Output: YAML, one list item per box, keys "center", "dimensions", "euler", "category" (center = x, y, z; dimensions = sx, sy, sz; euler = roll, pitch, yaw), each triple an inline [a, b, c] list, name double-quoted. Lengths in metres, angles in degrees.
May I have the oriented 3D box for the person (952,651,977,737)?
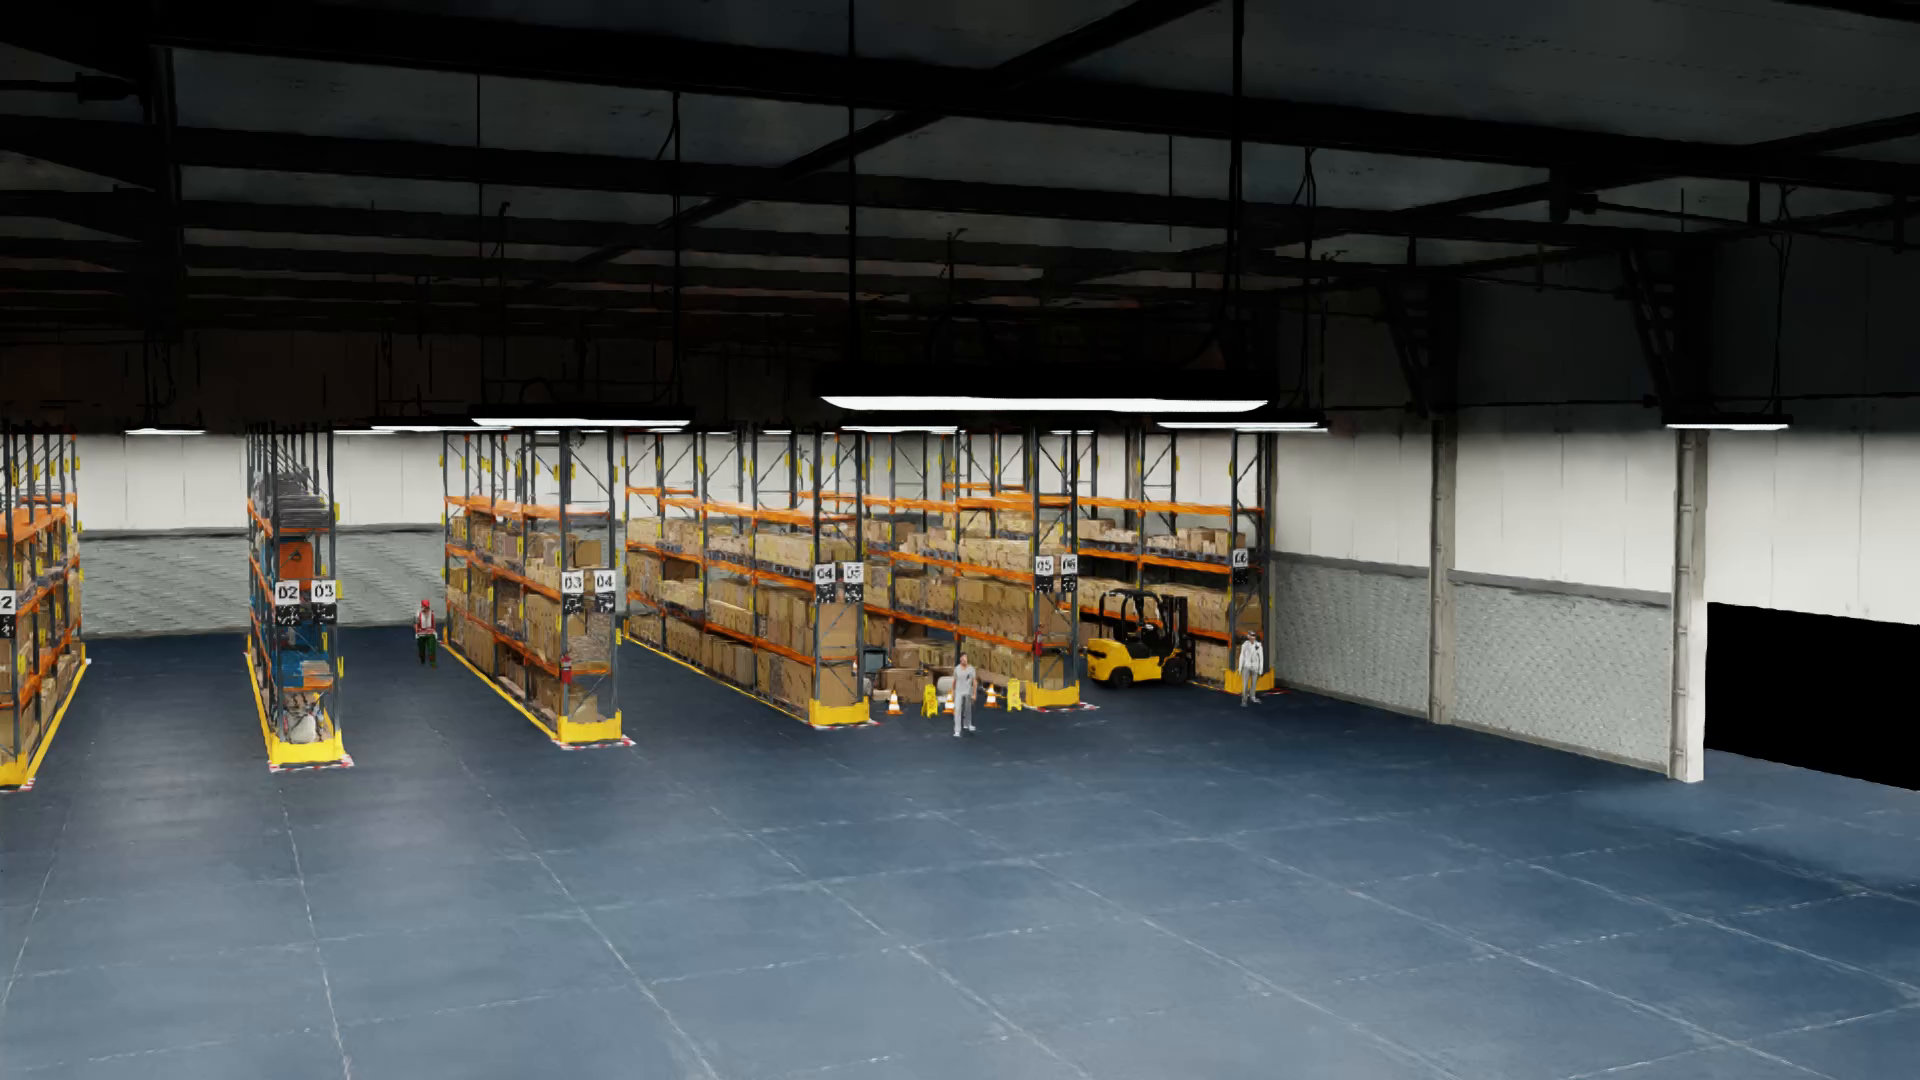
- center: [0.082, 2.926, 31.848]
  dimensions: [0.478, 1.616, 0.958]
  euler: [0, 4, -2]
  category: "person"

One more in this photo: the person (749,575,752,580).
- center: [-6.152, 1.825, 49.349]
  dimensions: [0.609, 1.622, 0.616]
  euler: [-3, 5, -43]
  category: "person"

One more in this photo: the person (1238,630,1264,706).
- center: [6.182, 2.695, 35.331]
  dimensions: [0.496, 1.625, 0.913]
  euler: [0, 4, 3]
  category: "person"

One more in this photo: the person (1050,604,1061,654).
- center: [2.295, 2.347, 41.054]
  dimensions: [0.527, 1.592, 0.522]
  euler: [0, 4, 5]
  category: "person"

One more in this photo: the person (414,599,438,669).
- center: [-13.130, 2.298, 40.888]
  dimensions: [0.553, 1.709, 1.123]
  euler: [-1, 4, -22]
  category: "person"
